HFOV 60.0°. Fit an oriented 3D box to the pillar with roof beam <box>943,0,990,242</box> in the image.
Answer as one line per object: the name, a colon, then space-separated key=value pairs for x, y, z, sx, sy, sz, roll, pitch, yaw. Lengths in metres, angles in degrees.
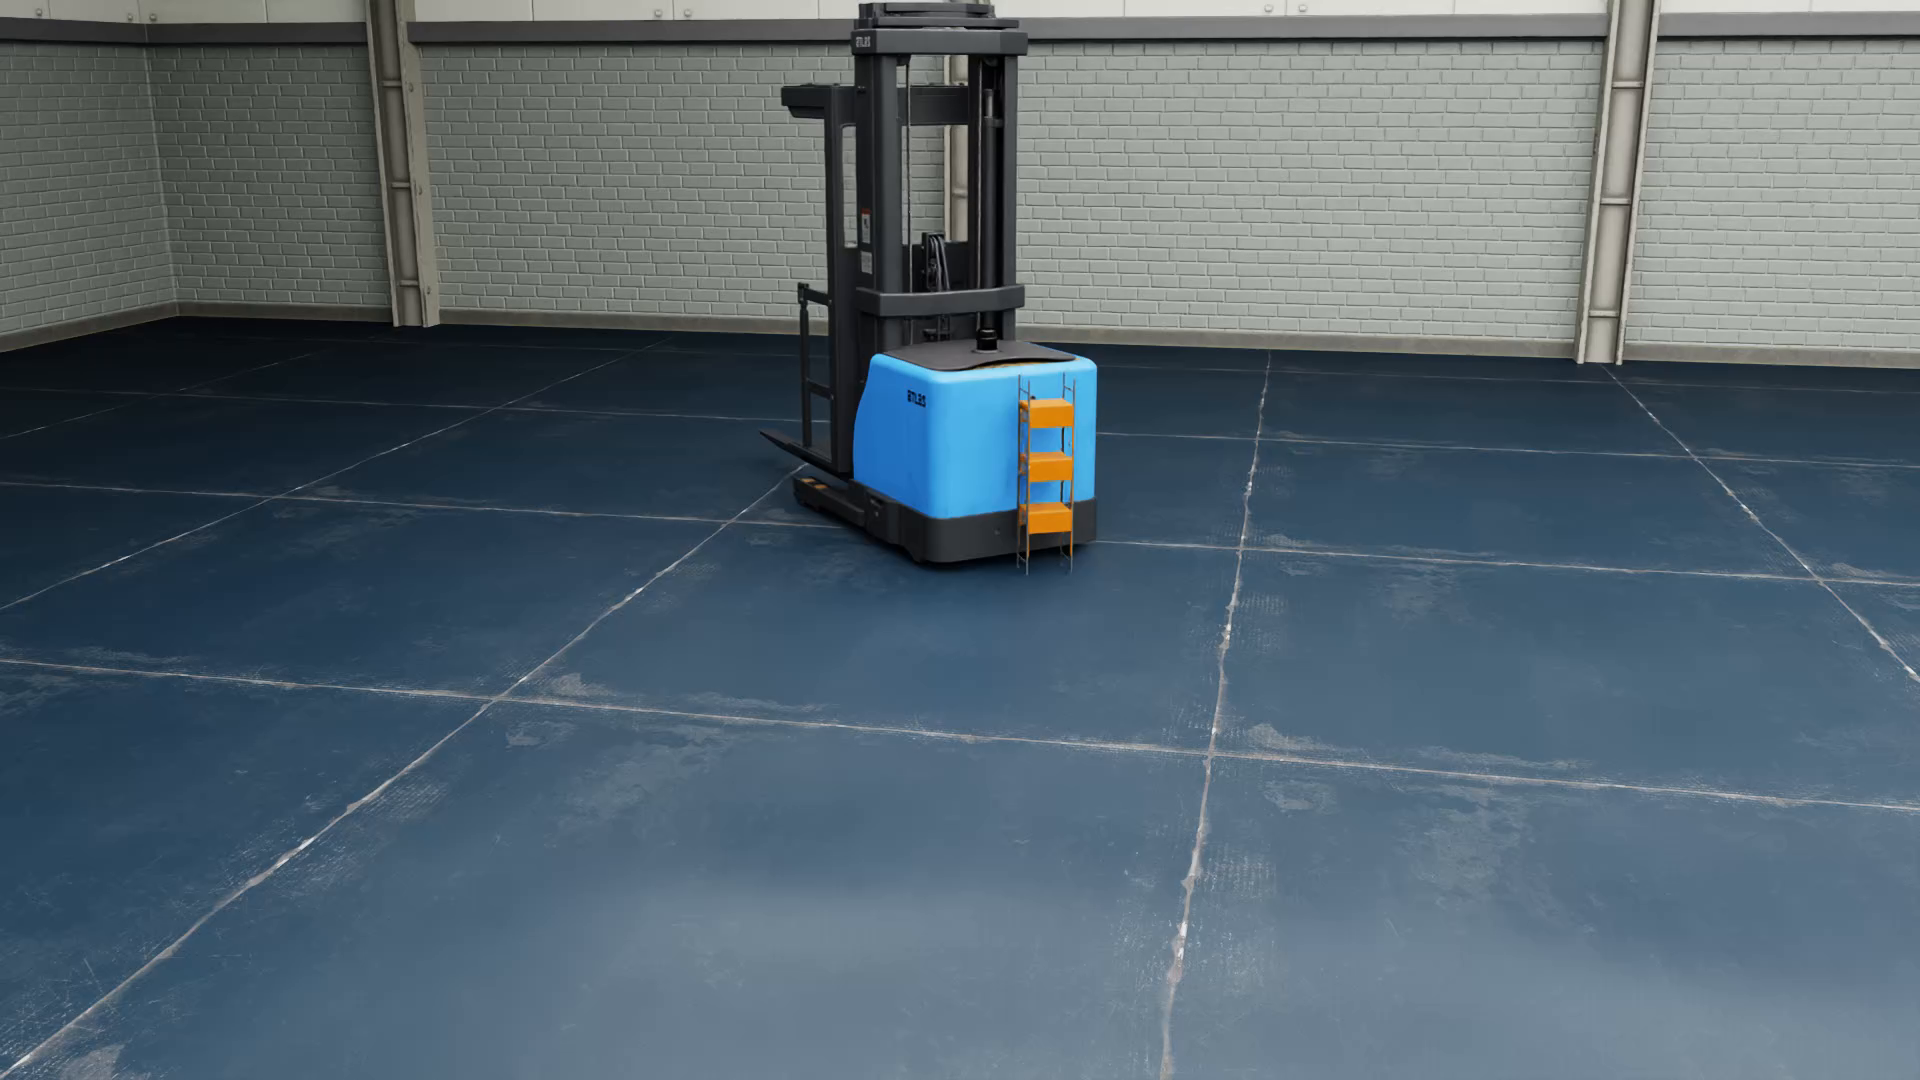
pillar with roof beam: x=-0.793 y=-5.199 z=11.403 sx=0.400 sy=9.000 sz=9.100 roll=3 pitch=16 yaw=11

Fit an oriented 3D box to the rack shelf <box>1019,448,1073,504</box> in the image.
rack shelf: x=0.450 y=-0.333 z=8.766 sx=0.240 sy=0.259 sz=0.215 roll=-4 pitch=16 yaw=-13

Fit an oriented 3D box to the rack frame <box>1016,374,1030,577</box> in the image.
rack frame: x=0.332 y=-0.335 z=8.735 sx=0.008 sy=1.050 sz=0.200 roll=-4 pitch=16 yaw=-13

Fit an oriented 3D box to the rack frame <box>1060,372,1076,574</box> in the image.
rack frame: x=0.568 y=-0.351 z=8.792 sx=0.008 sy=1.050 sz=0.200 roll=-4 pitch=16 yaw=-13

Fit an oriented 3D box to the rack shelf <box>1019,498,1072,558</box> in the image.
rack shelf: x=0.450 y=-0.065 z=8.840 sx=0.240 sy=0.259 sz=0.215 roll=-4 pitch=16 yaw=-13

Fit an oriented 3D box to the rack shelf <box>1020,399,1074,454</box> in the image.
rack shelf: x=0.450 y=-0.606 z=8.691 sx=0.240 sy=0.259 sz=0.215 roll=-4 pitch=16 yaw=-13

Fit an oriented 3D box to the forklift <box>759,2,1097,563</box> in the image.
forklift: x=-0.374 y=-1.635 z=9.905 sx=1.130 sy=2.935 sz=3.031 roll=-8 pitch=17 yaw=-27

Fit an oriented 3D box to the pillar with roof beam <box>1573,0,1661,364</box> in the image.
pillar with roof beam: x=5.087 y=-4.880 z=10.251 sx=0.400 sy=9.000 sz=9.100 roll=3 pitch=16 yaw=11

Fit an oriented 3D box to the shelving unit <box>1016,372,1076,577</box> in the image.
shelving unit: x=0.450 y=-0.343 z=8.763 sx=0.252 sy=1.050 sz=0.215 roll=-4 pitch=16 yaw=-13

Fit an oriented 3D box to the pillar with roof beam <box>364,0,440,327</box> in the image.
pillar with roof beam: x=-6.673 y=-5.518 z=12.556 sx=0.400 sy=9.000 sz=9.100 roll=3 pitch=16 yaw=11
